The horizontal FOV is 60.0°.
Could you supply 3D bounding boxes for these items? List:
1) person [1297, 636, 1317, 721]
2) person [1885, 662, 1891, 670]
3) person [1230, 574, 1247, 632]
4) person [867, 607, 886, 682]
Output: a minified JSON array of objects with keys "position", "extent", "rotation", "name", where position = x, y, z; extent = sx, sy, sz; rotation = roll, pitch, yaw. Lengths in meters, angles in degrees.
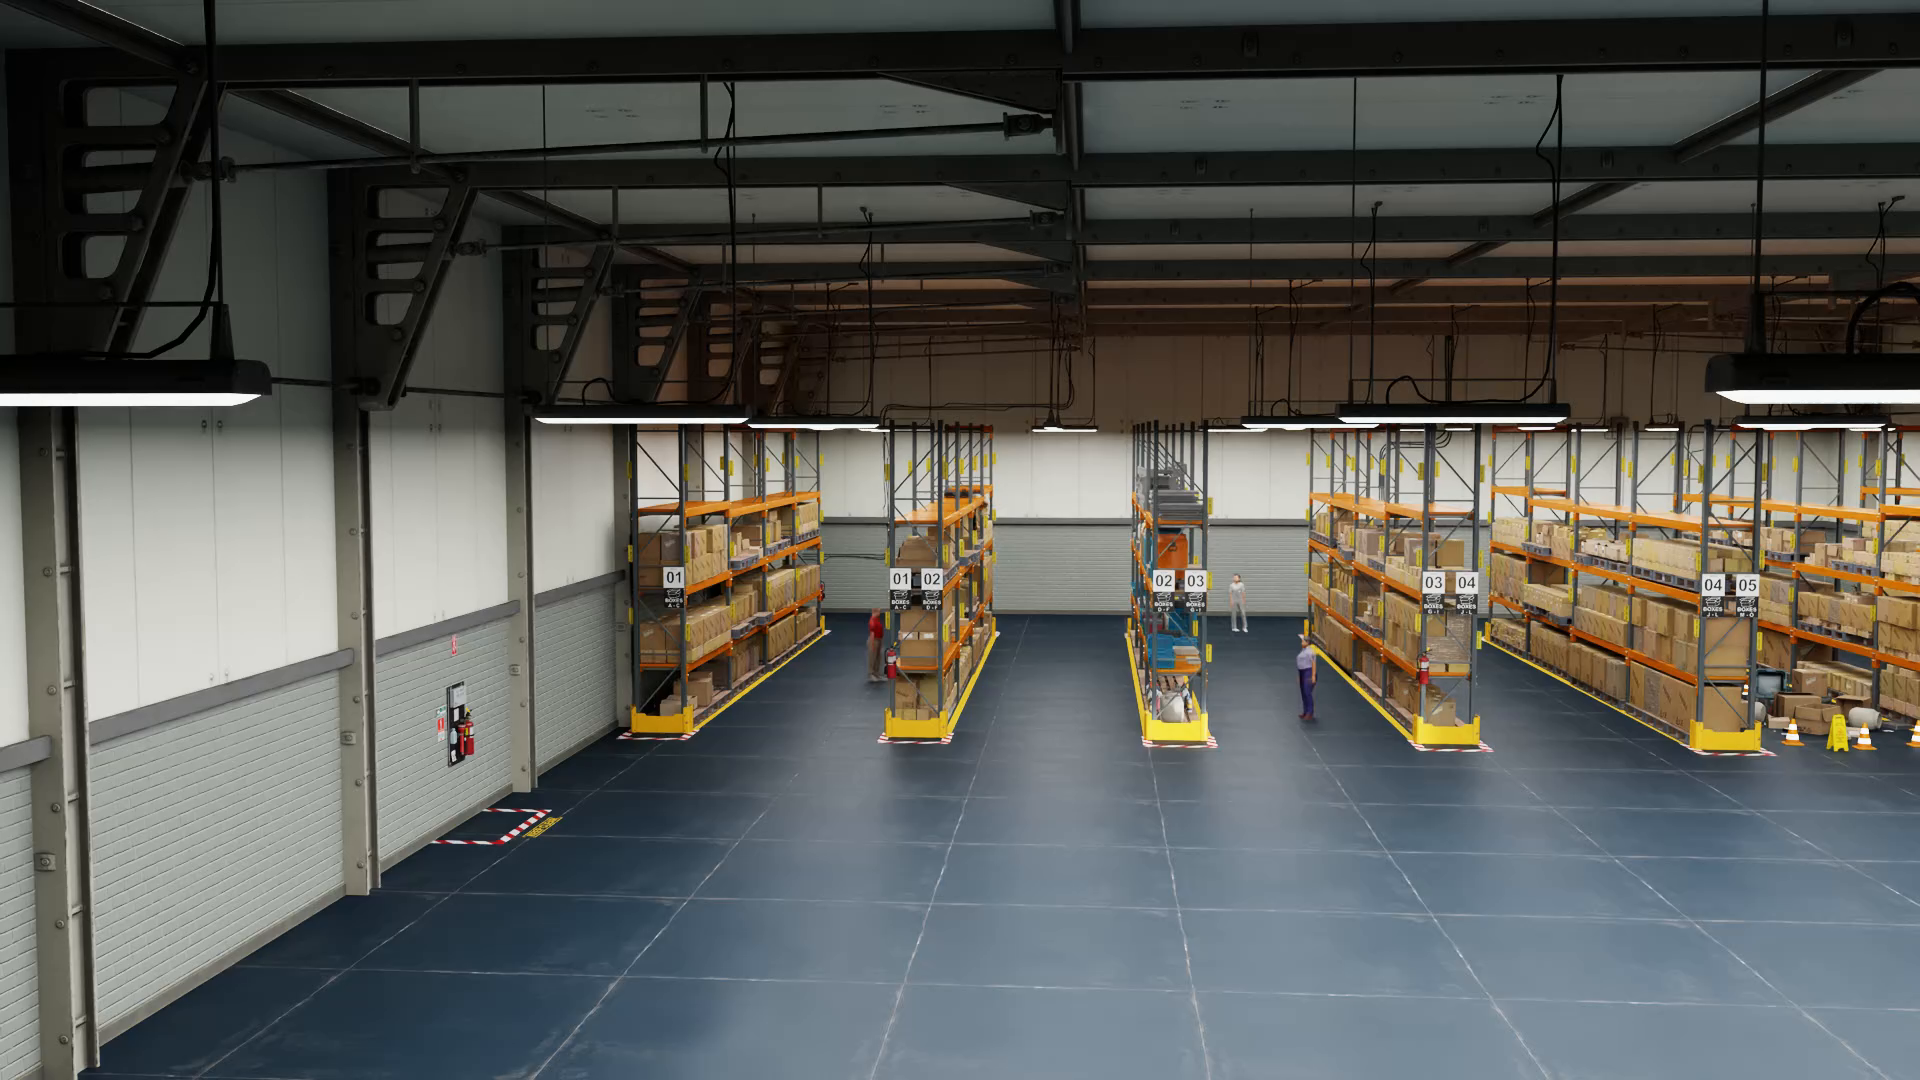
[{"position":[7.001,2.783,33.607],"extent":[0.377,1.682,0.626],"rotation":[-1,4,-9],"name":"person"},{"position":[21.037,2.465,37.608],"extent":[0.615,1.776,0.452],"rotation":[-3,5,-39],"name":"person"},{"position":[8.118,1.826,48.465],"extent":[0.514,1.678,0.433],"rotation":[0,4,4],"name":"person"},{"position":[-1.957,2.412,38.597],"extent":[0.396,1.737,0.554],"rotation":[1,4,11],"name":"person"}]
